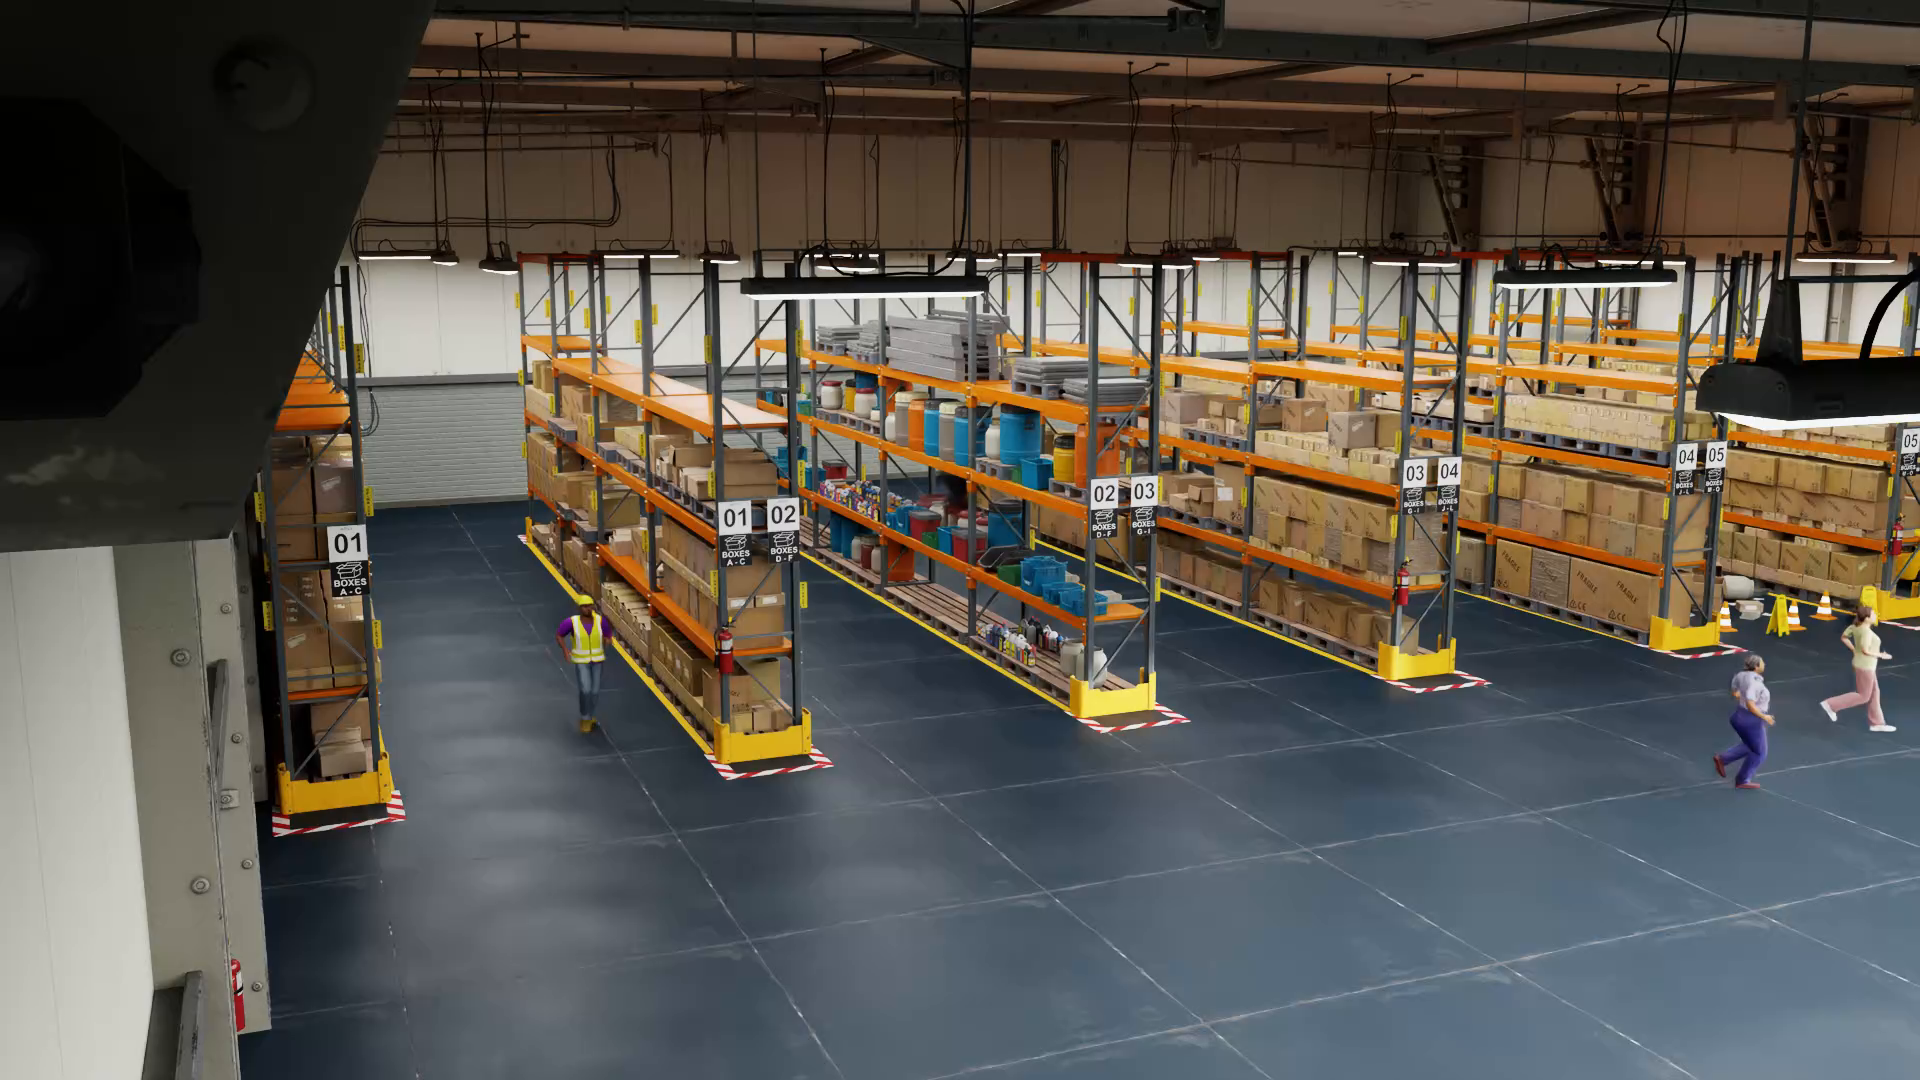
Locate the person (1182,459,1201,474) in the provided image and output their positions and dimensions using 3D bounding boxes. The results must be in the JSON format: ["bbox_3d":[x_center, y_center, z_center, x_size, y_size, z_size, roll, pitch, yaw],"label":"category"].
[{"bbox_3d":[5.668,-2.180,42.026,1.079,1.742,0.724,-4,11,-21],"label":"person"}]

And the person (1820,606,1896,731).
[{"bbox_3d":[11.592,1.648,21.375,0.924,1.645,0.580,2,11,12],"label":"person"}]

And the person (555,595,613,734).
[{"bbox_3d":[-4.787,1.603,21.433,0.675,1.805,0.687,-6,12,-29],"label":"person"}]

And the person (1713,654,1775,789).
[{"bbox_3d":[9.061,2.091,19.175,0.537,1.601,0.594,1,10,5],"label":"person"}]
